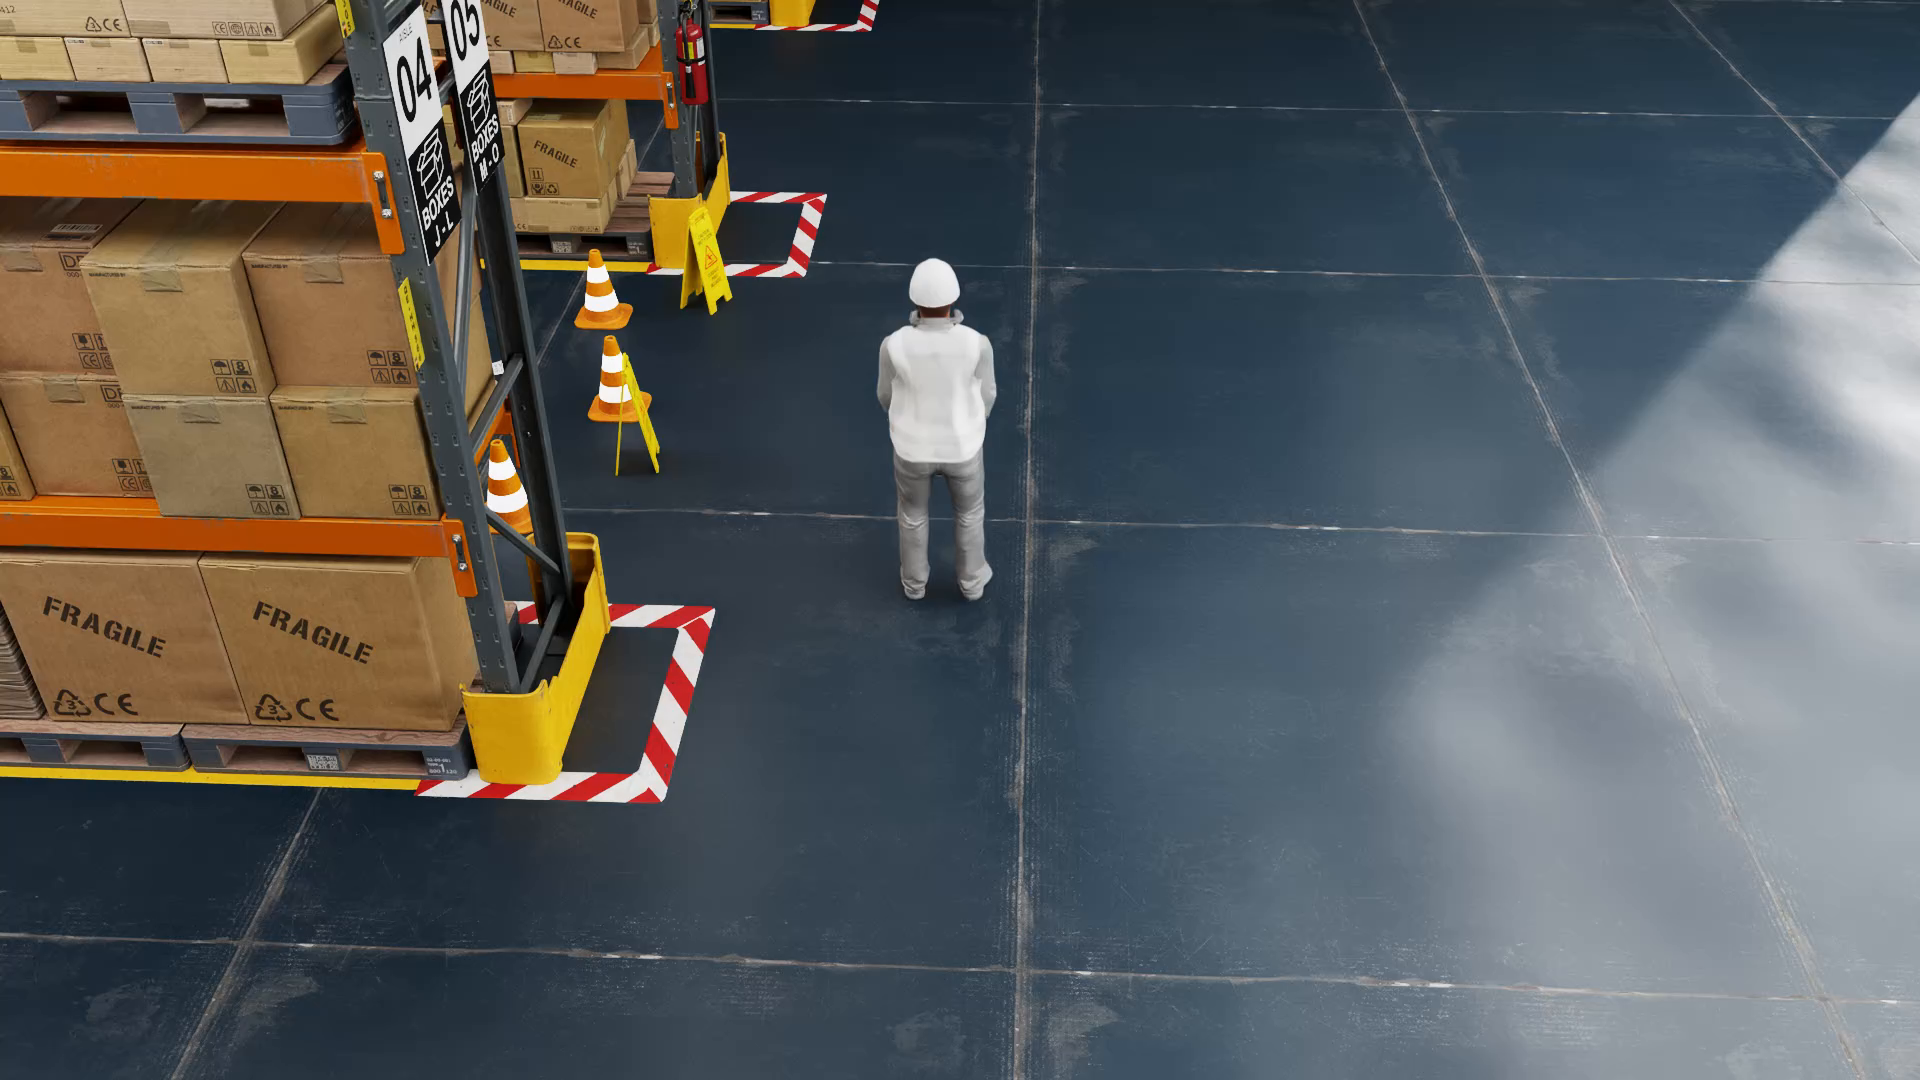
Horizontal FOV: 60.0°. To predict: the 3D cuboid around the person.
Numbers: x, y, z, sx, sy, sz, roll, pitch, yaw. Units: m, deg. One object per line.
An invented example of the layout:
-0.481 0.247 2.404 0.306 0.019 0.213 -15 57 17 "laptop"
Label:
-0.106 -0.484 7.769 0.551 1.779 0.446 1 35 1 "person"
